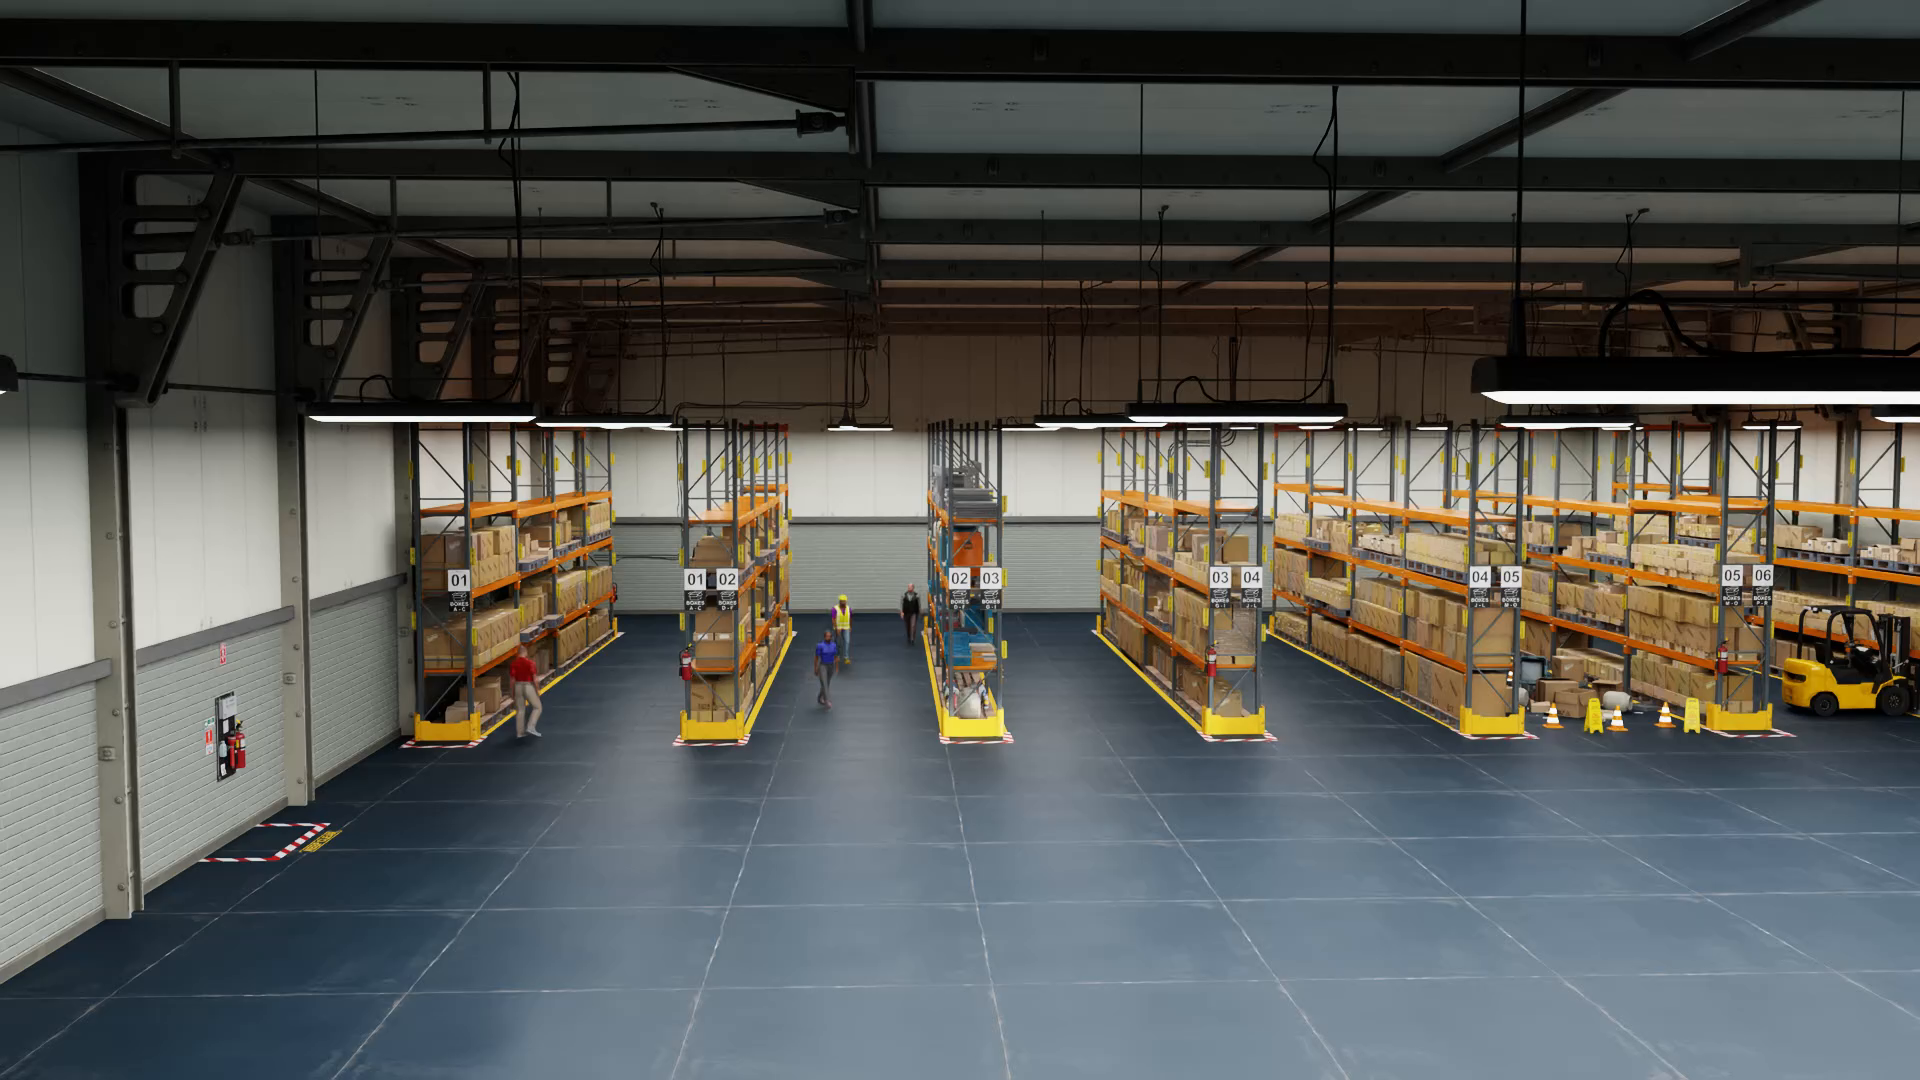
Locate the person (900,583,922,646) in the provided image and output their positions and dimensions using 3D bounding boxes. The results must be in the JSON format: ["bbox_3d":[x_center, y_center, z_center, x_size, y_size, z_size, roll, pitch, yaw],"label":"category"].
[{"bbox_3d":[-1.361,1.997,44.858,0.548,1.650,1.069,1,4,14],"label":"person"}]

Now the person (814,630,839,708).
[{"bbox_3d":[-2.766,2.676,34.680,0.482,1.599,1.020,-3,4,-35],"label":"person"}]

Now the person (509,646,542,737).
[{"bbox_3d":[-8.162,2.850,31.270,0.640,1.714,0.458,1,4,12],"label":"person"}]

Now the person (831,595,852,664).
[{"bbox_3d":[-2.905,2.208,41.289,0.584,1.703,1.023,-1,4,-19],"label":"person"}]
